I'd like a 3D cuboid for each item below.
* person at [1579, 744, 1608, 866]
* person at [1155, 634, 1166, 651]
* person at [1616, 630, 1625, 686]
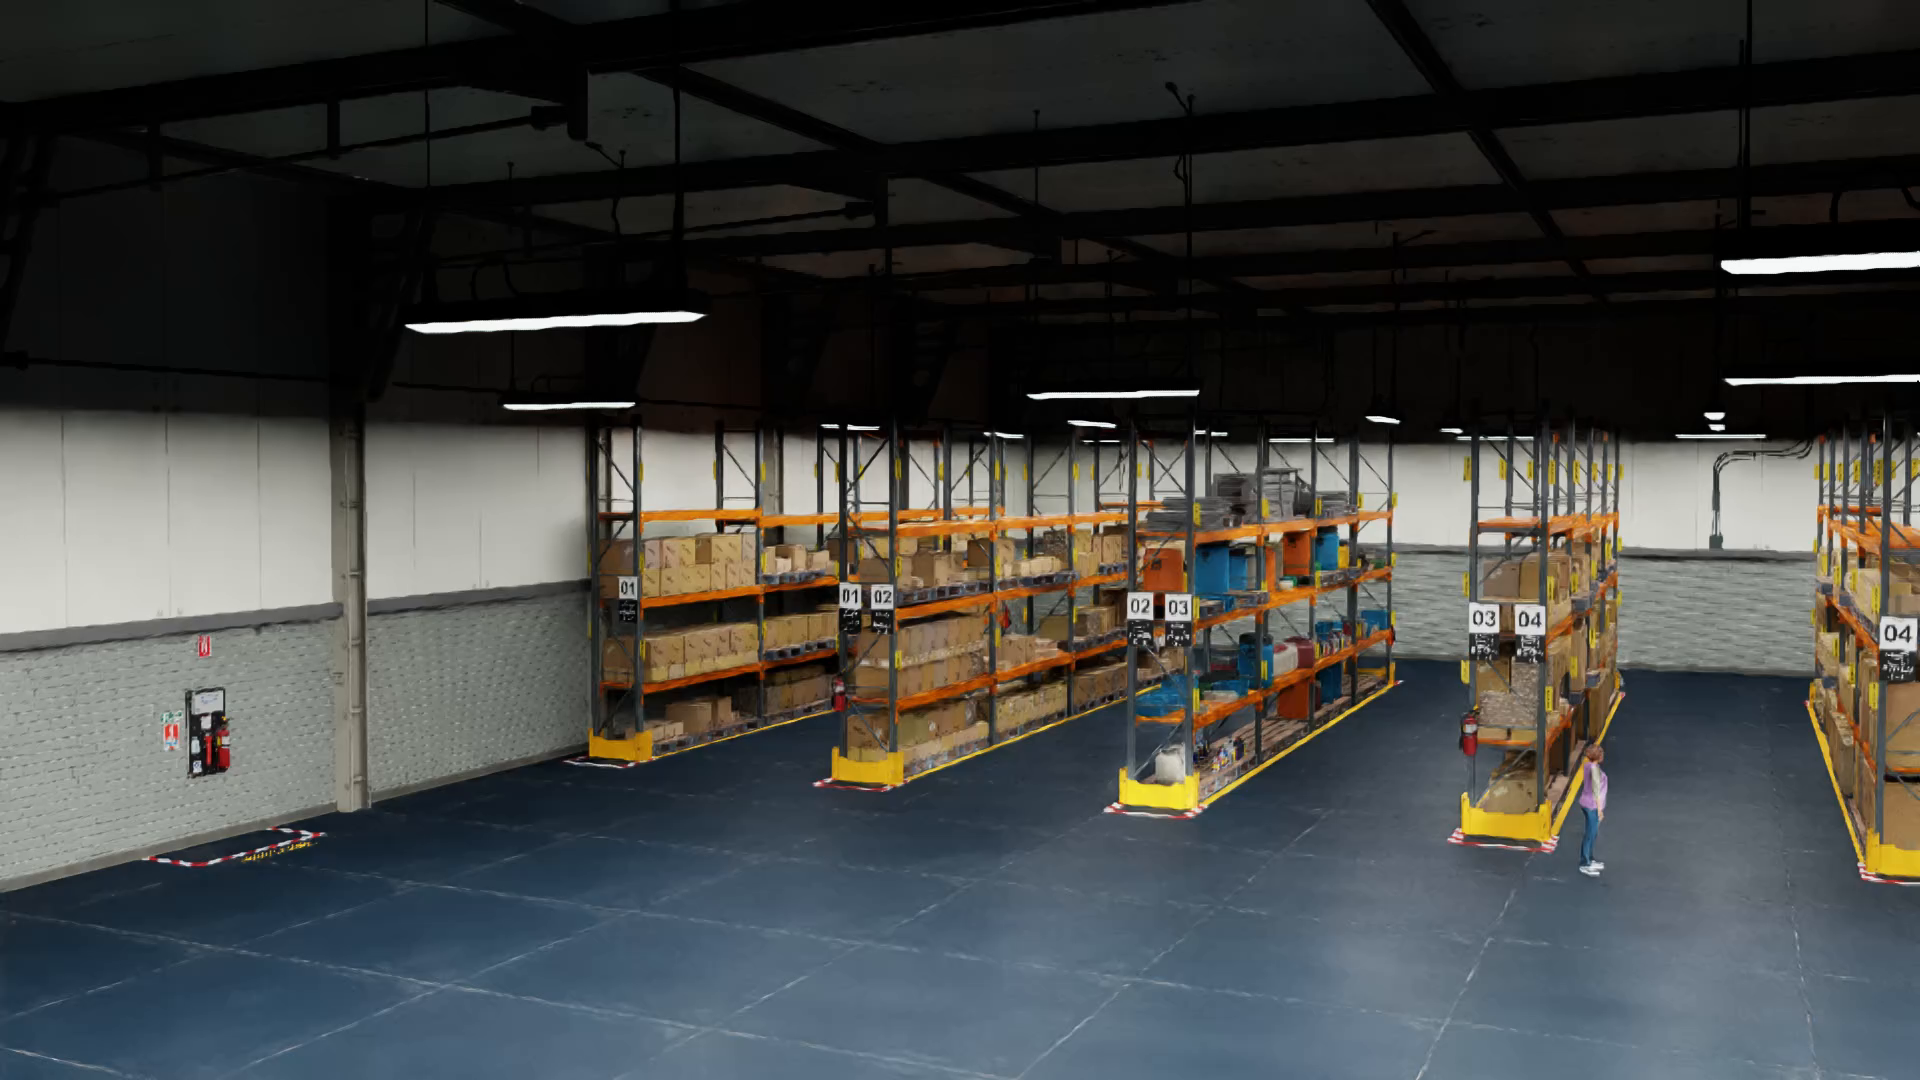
[{"bbox_3d":[7.887,3.298,20.741,0.325,1.530,0.515,0,2,9],"label":"person"},{"bbox_3d":[5.263,2.351,42.996,0.577,1.779,0.589,-1,3,-29],"label":"person"},{"bbox_3d":[15.120,2.576,38.580,0.431,1.659,0.631,0,2,-3],"label":"person"}]
